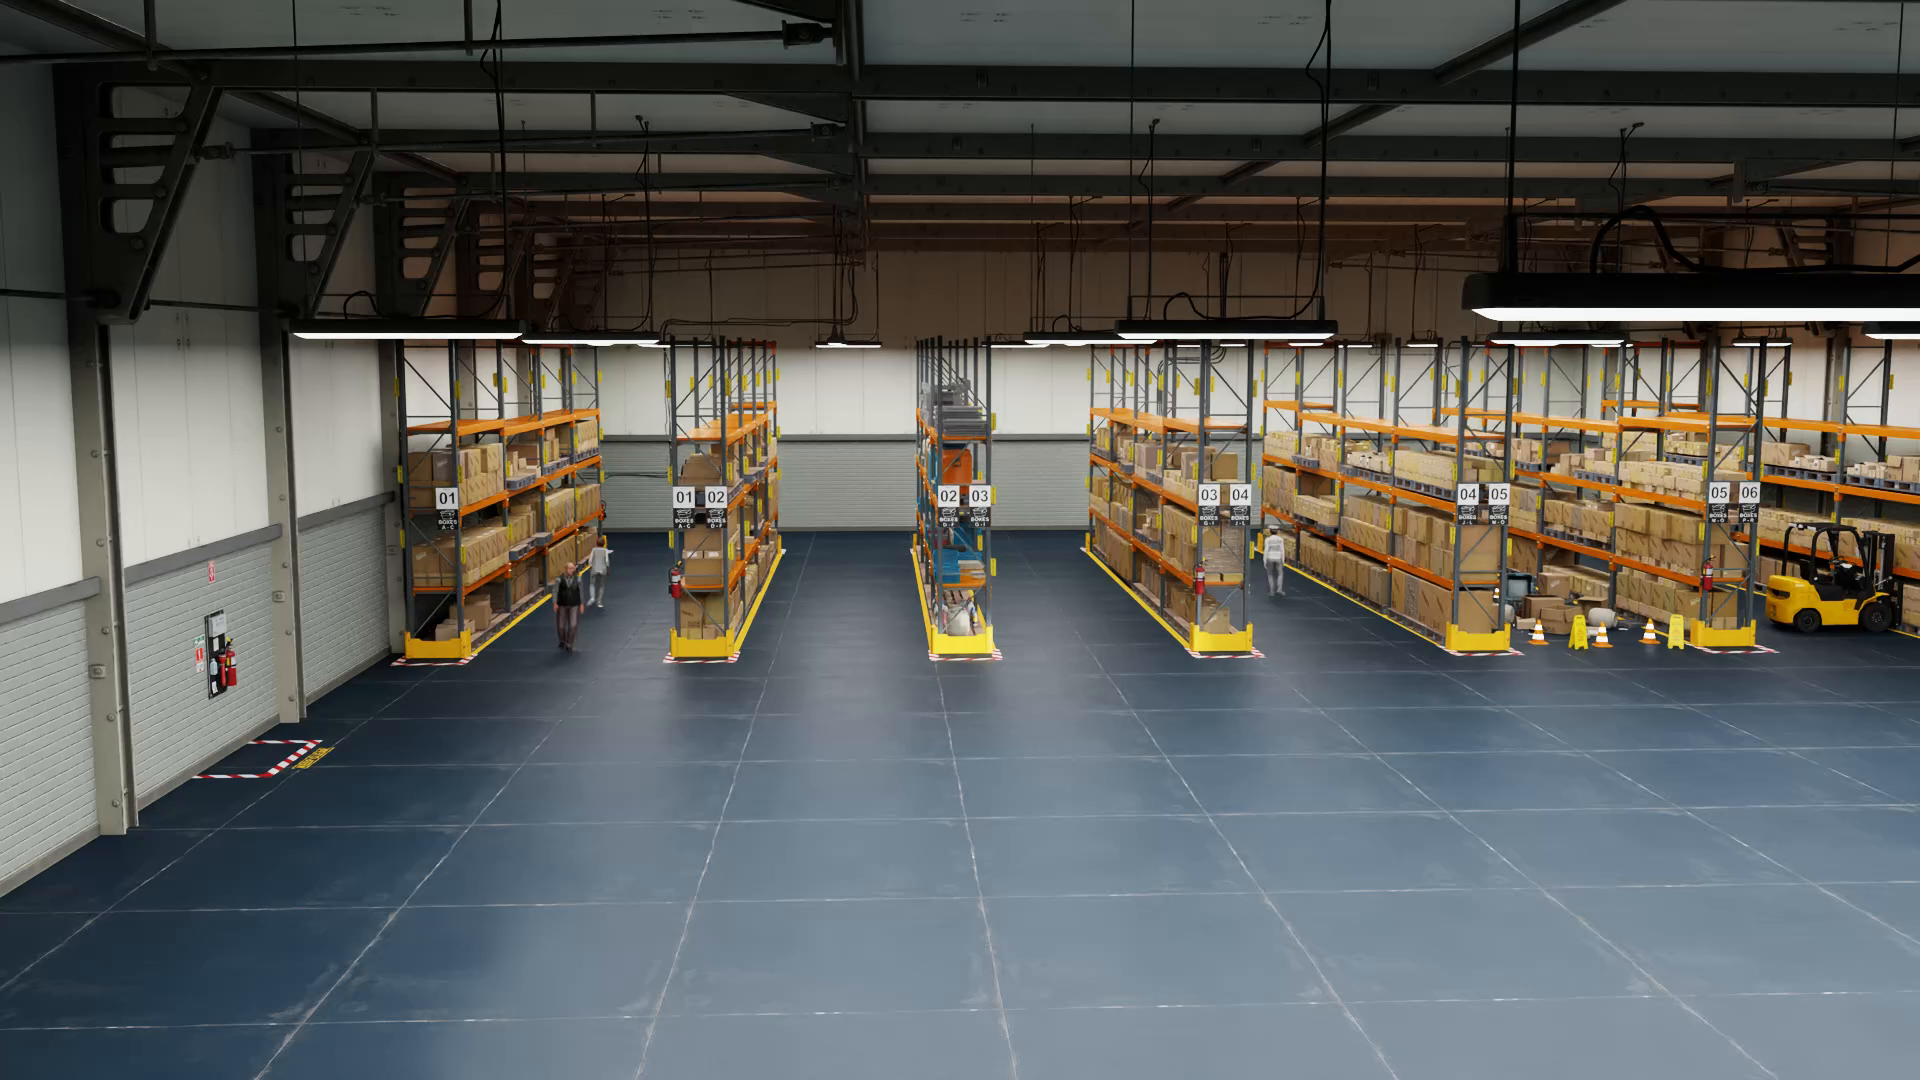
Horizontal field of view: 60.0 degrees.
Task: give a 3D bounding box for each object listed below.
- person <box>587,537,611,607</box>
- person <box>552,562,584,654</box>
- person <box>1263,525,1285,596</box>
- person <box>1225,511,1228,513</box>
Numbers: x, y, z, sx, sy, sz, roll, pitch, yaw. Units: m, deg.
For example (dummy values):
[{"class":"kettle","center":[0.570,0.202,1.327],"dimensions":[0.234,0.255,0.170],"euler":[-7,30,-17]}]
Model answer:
[{"class":"person","center":[-8.060,0.739,37.076],"dimensions":[0.479,1.576,0.609],"euler":[0,6,-2]},{"class":"person","center":[-7.484,1.301,31.791],"dimensions":[0.607,1.750,0.650],"euler":[-2,7,-19]},{"class":"person","center":[7.336,0.491,38.833],"dimensions":[0.513,1.674,0.516],"euler":[0,6,-1]},{"class":"person","center":[7.693,-0.699,48.918],"dimensions":[1.019,1.723,0.515],"euler":[0,6,-2]}]
